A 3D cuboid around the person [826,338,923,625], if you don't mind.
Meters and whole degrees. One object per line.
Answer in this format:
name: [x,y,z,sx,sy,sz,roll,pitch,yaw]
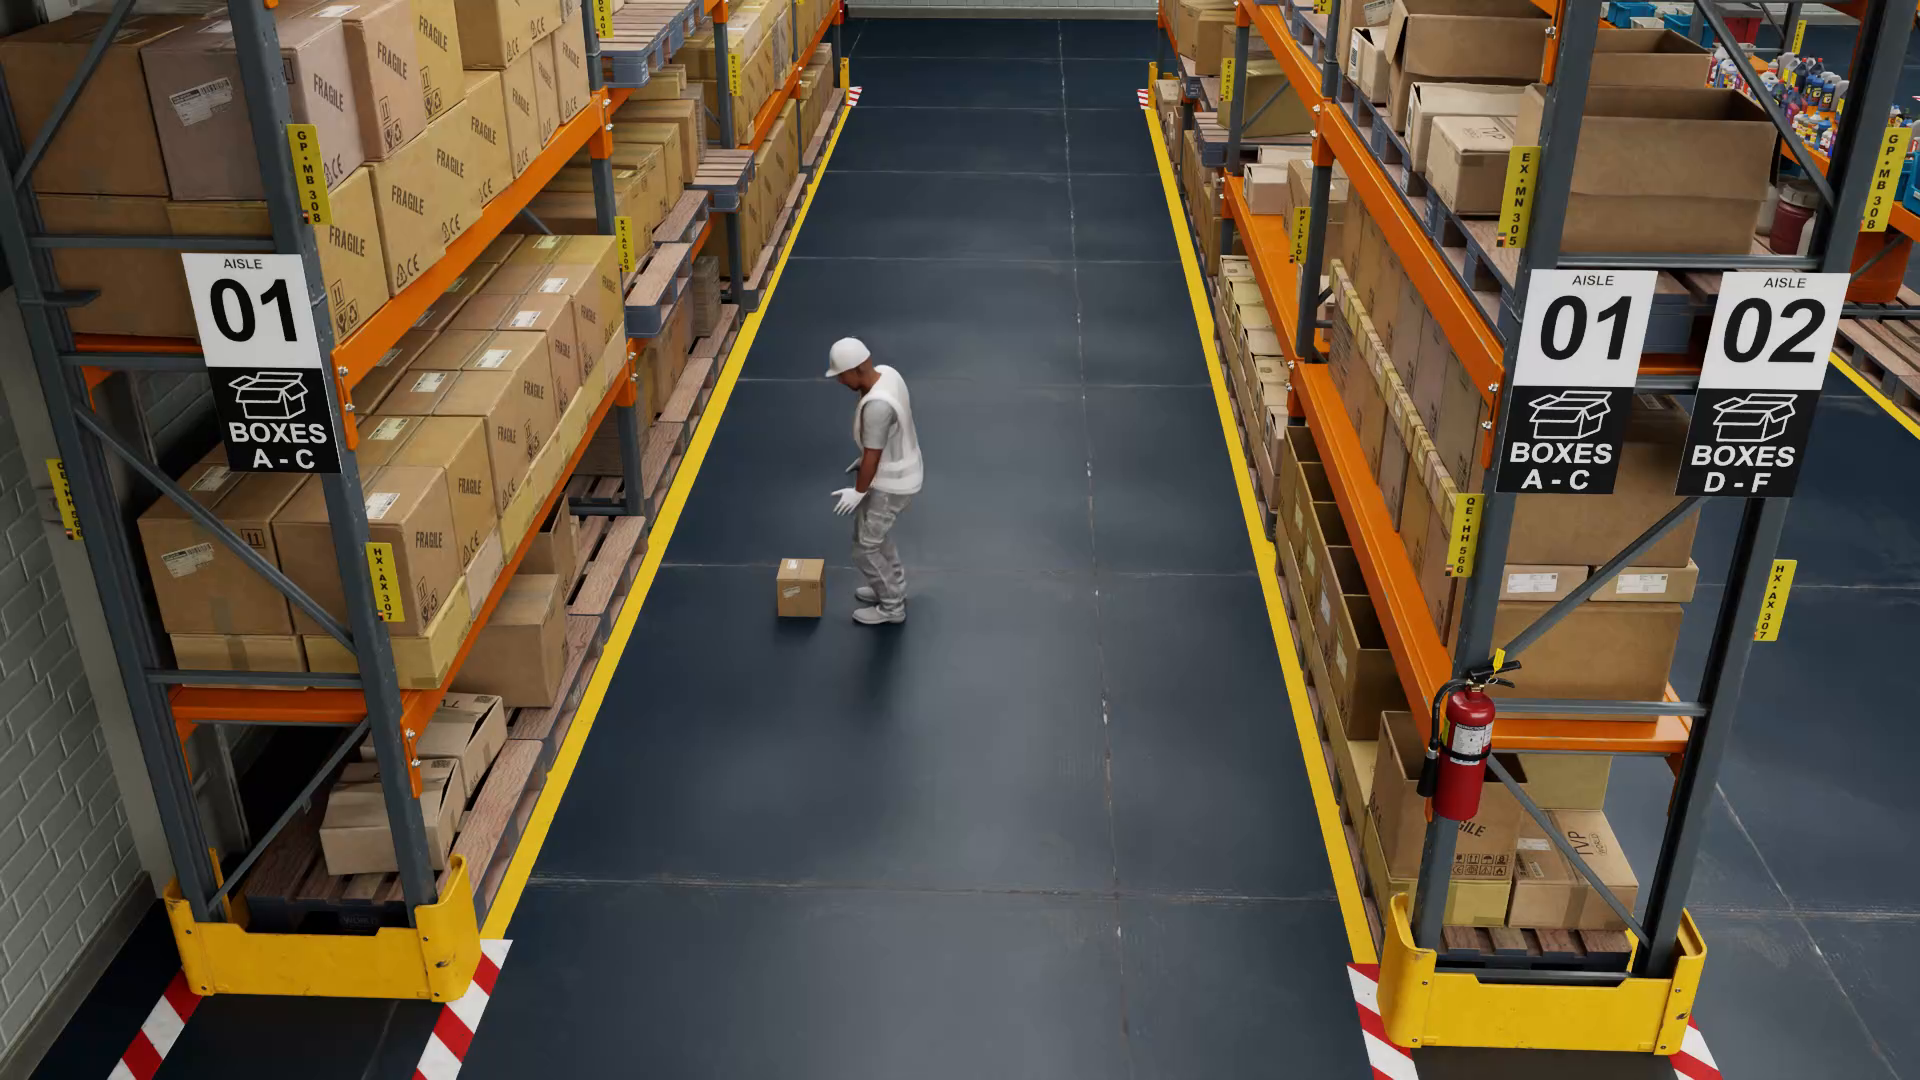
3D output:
person: [-0.468,-0.331,9.328,0.517,1.696,0.584,2,28,3]
